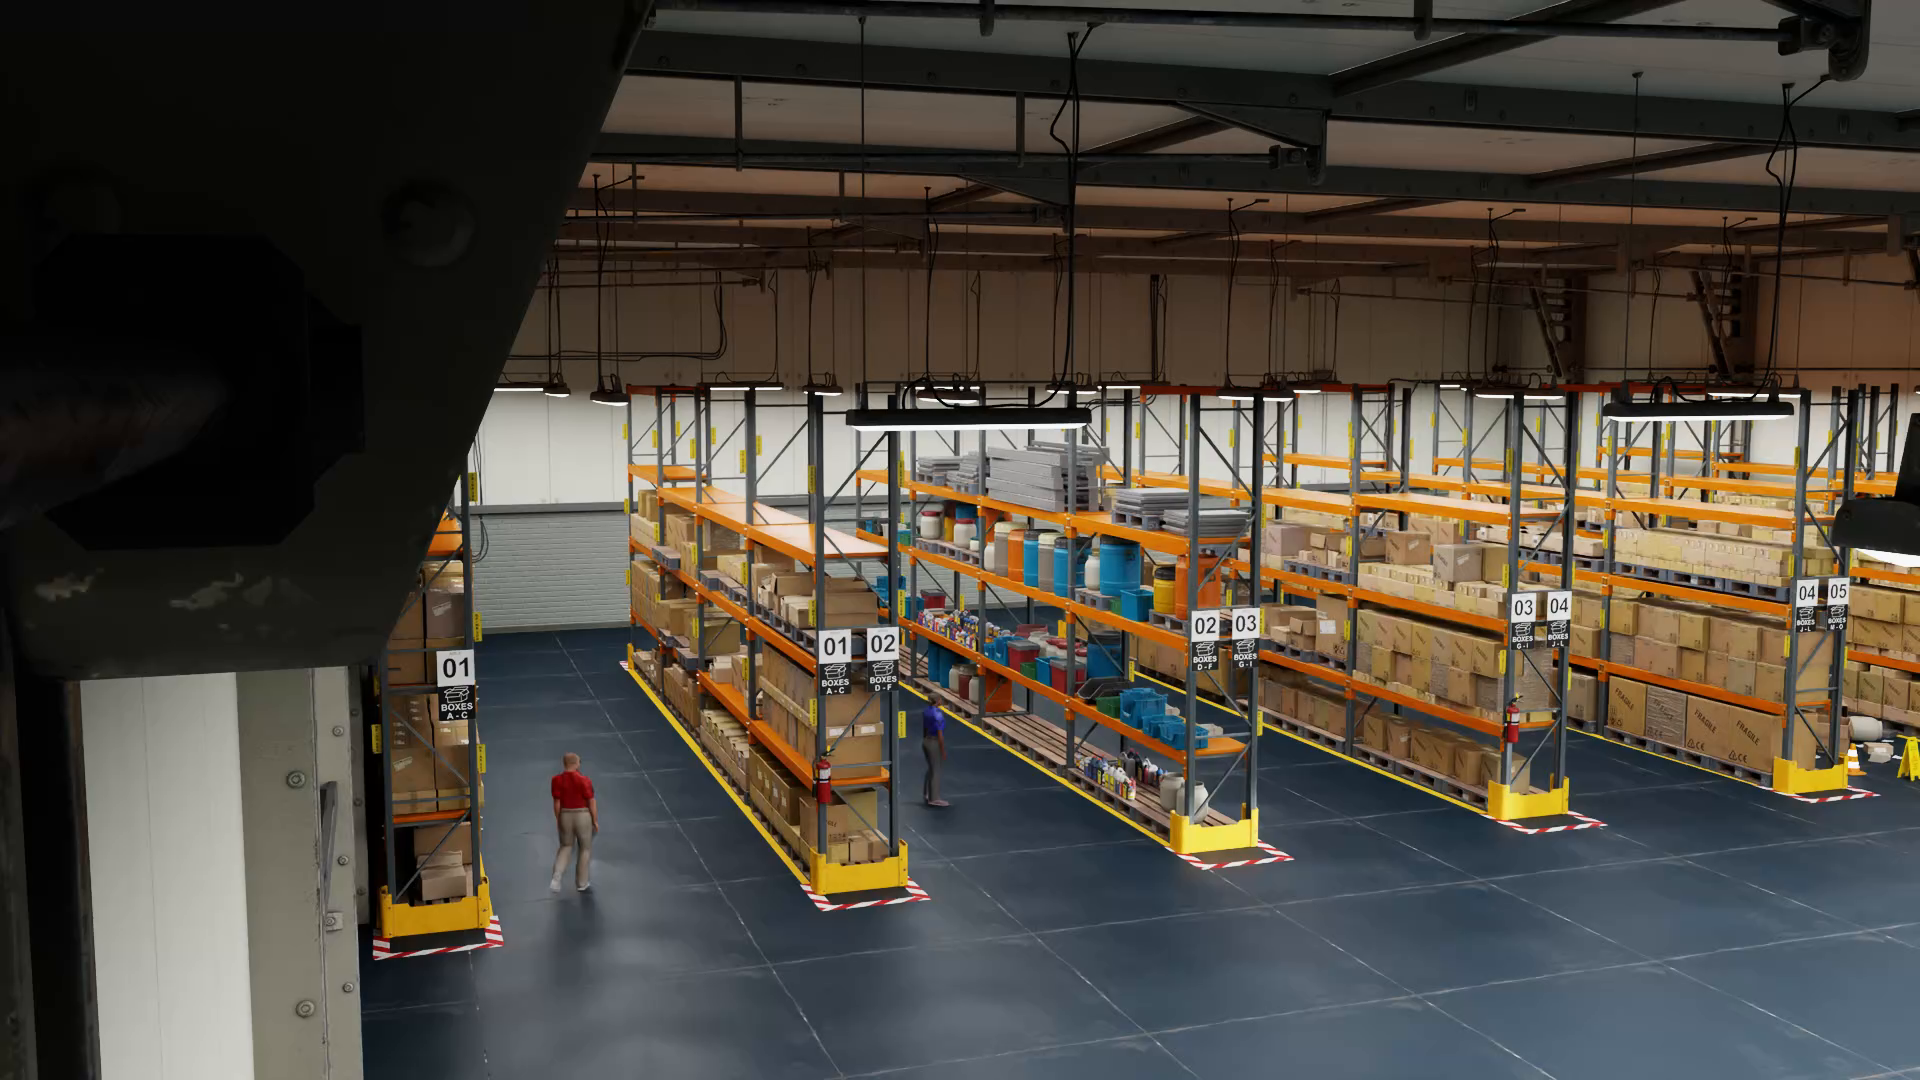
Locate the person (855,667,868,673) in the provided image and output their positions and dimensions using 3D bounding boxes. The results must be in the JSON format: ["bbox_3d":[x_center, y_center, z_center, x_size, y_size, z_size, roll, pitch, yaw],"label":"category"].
[{"bbox_3d":[-1.924,1.928,33.314,0.669,1.661,1.023,0,6,0],"label":"person"}]

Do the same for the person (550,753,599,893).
[{"bbox_3d":[-4.633,3.401,20.023,0.553,1.707,0.619,1,6,11],"label":"person"}]

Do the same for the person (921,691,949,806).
[{"bbox_3d":[-0.372,3.054,24.166,0.327,1.734,0.532,-3,6,-25],"label":"person"}]
